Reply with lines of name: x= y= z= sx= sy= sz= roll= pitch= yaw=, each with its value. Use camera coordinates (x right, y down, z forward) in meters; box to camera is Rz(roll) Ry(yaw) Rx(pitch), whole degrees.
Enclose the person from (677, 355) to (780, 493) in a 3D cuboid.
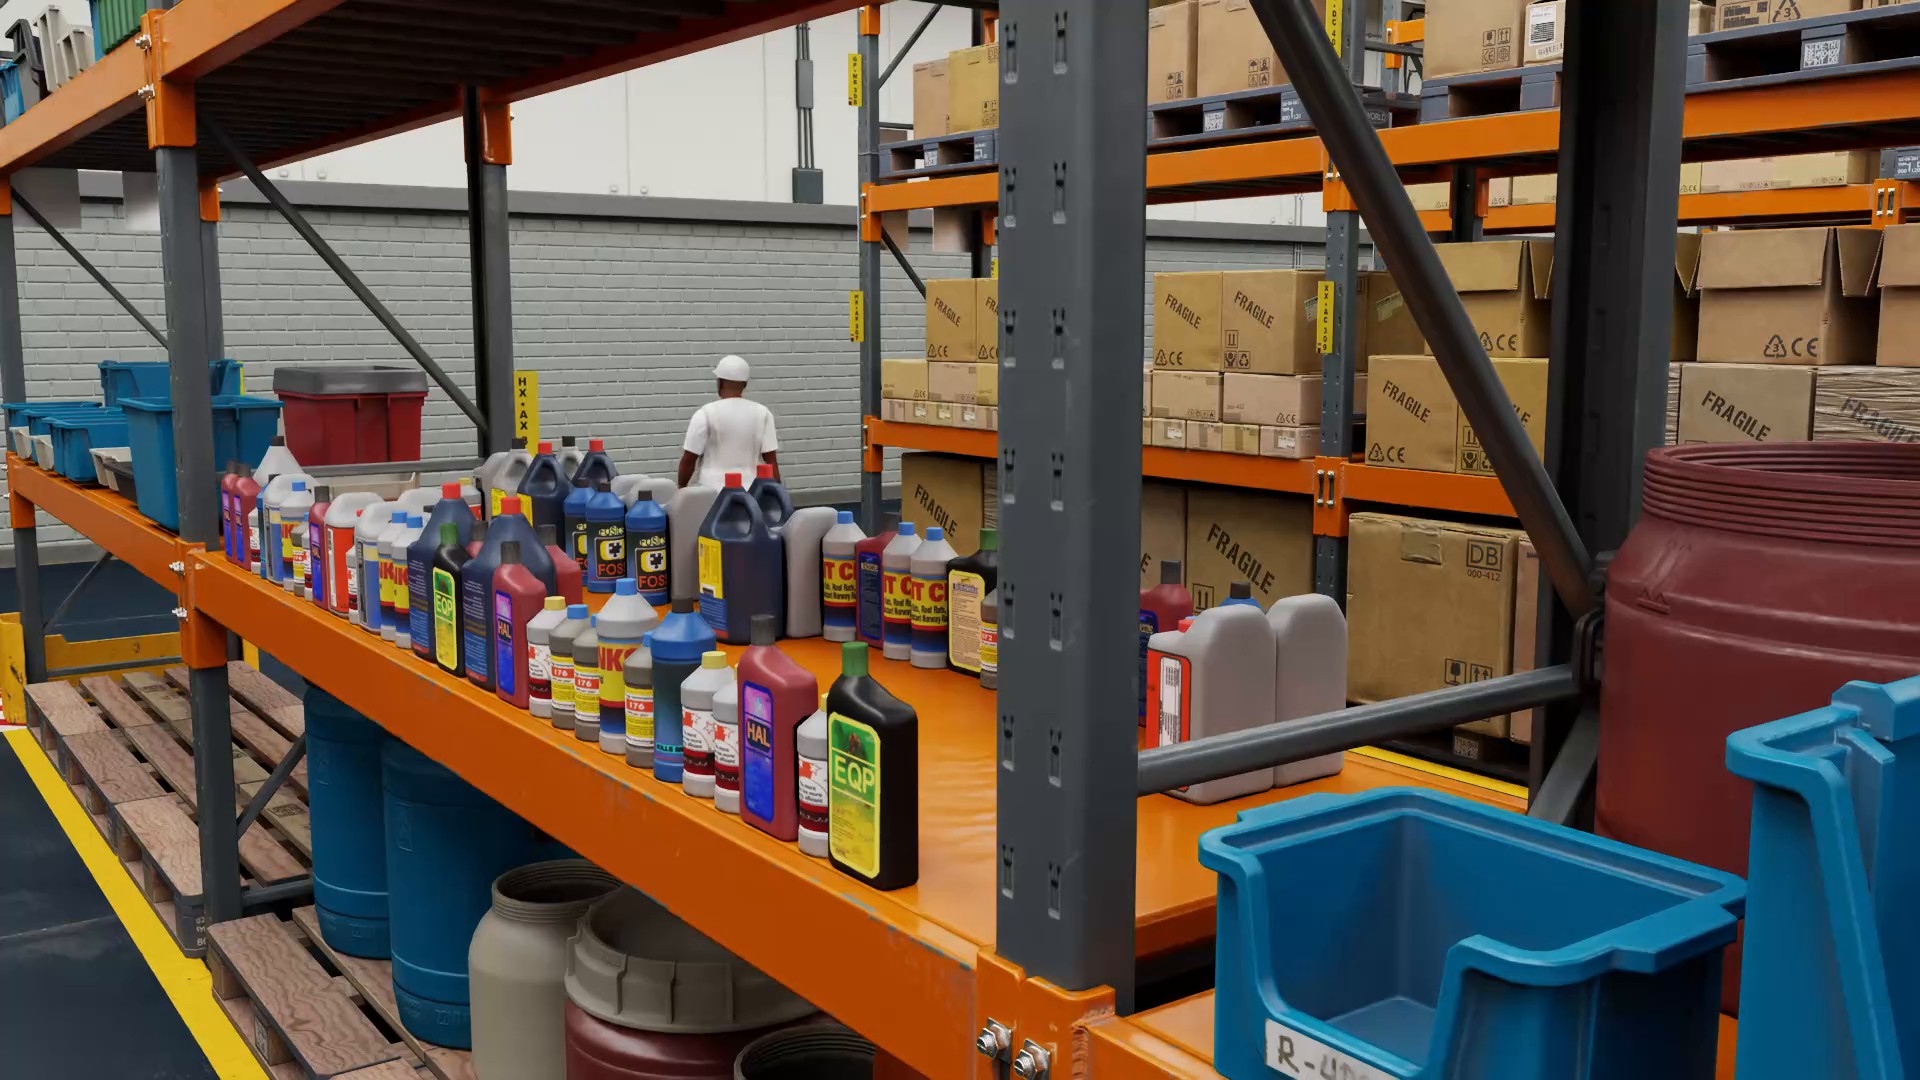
person: x=-1.461 y=-0.285 z=10.336 sx=0.598 sy=1.722 sz=1.039 roll=-5 pitch=9 yaw=-32
